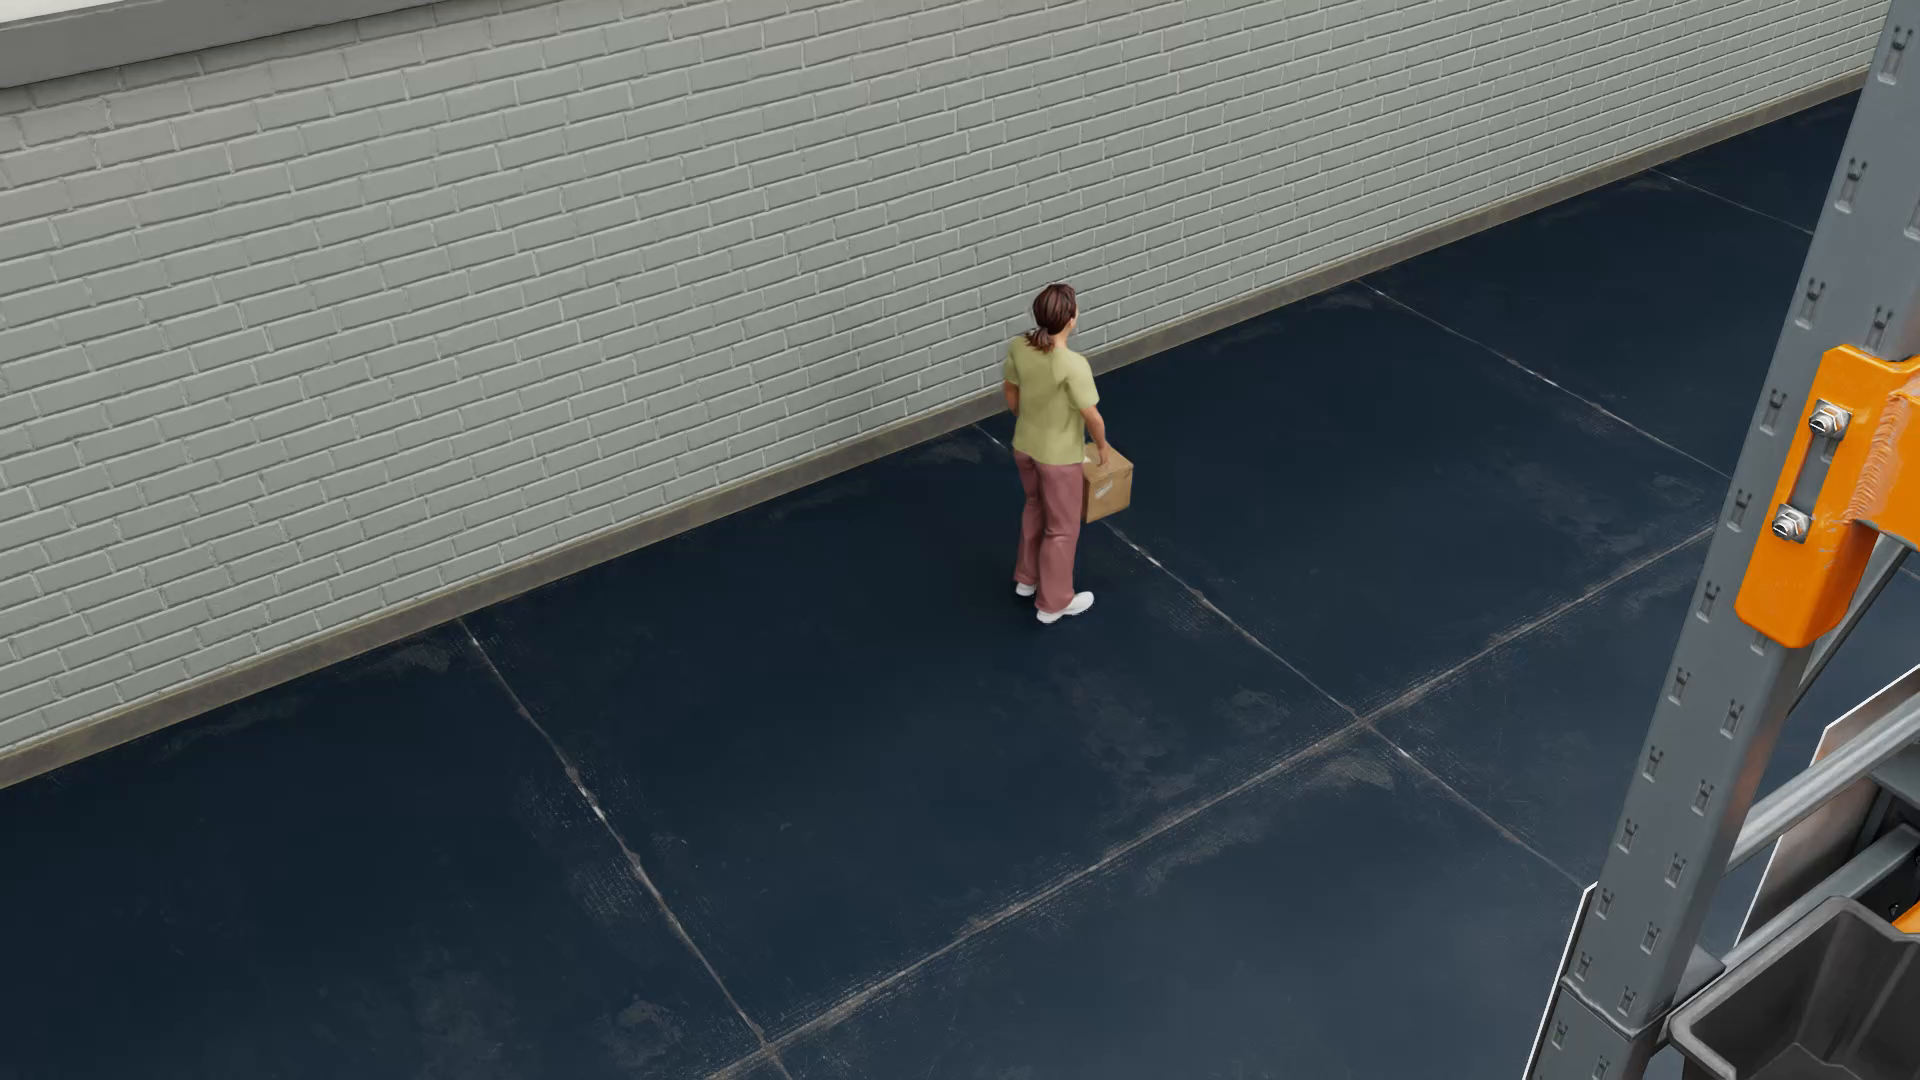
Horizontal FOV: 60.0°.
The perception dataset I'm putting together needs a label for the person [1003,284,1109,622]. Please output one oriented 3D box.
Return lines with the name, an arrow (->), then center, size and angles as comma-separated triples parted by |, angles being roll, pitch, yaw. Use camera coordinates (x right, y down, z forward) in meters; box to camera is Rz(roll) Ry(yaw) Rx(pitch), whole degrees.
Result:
person -> 0.428, -0.402, 7.551 | 0.524, 1.678, 0.375 | 31, 46, 35
